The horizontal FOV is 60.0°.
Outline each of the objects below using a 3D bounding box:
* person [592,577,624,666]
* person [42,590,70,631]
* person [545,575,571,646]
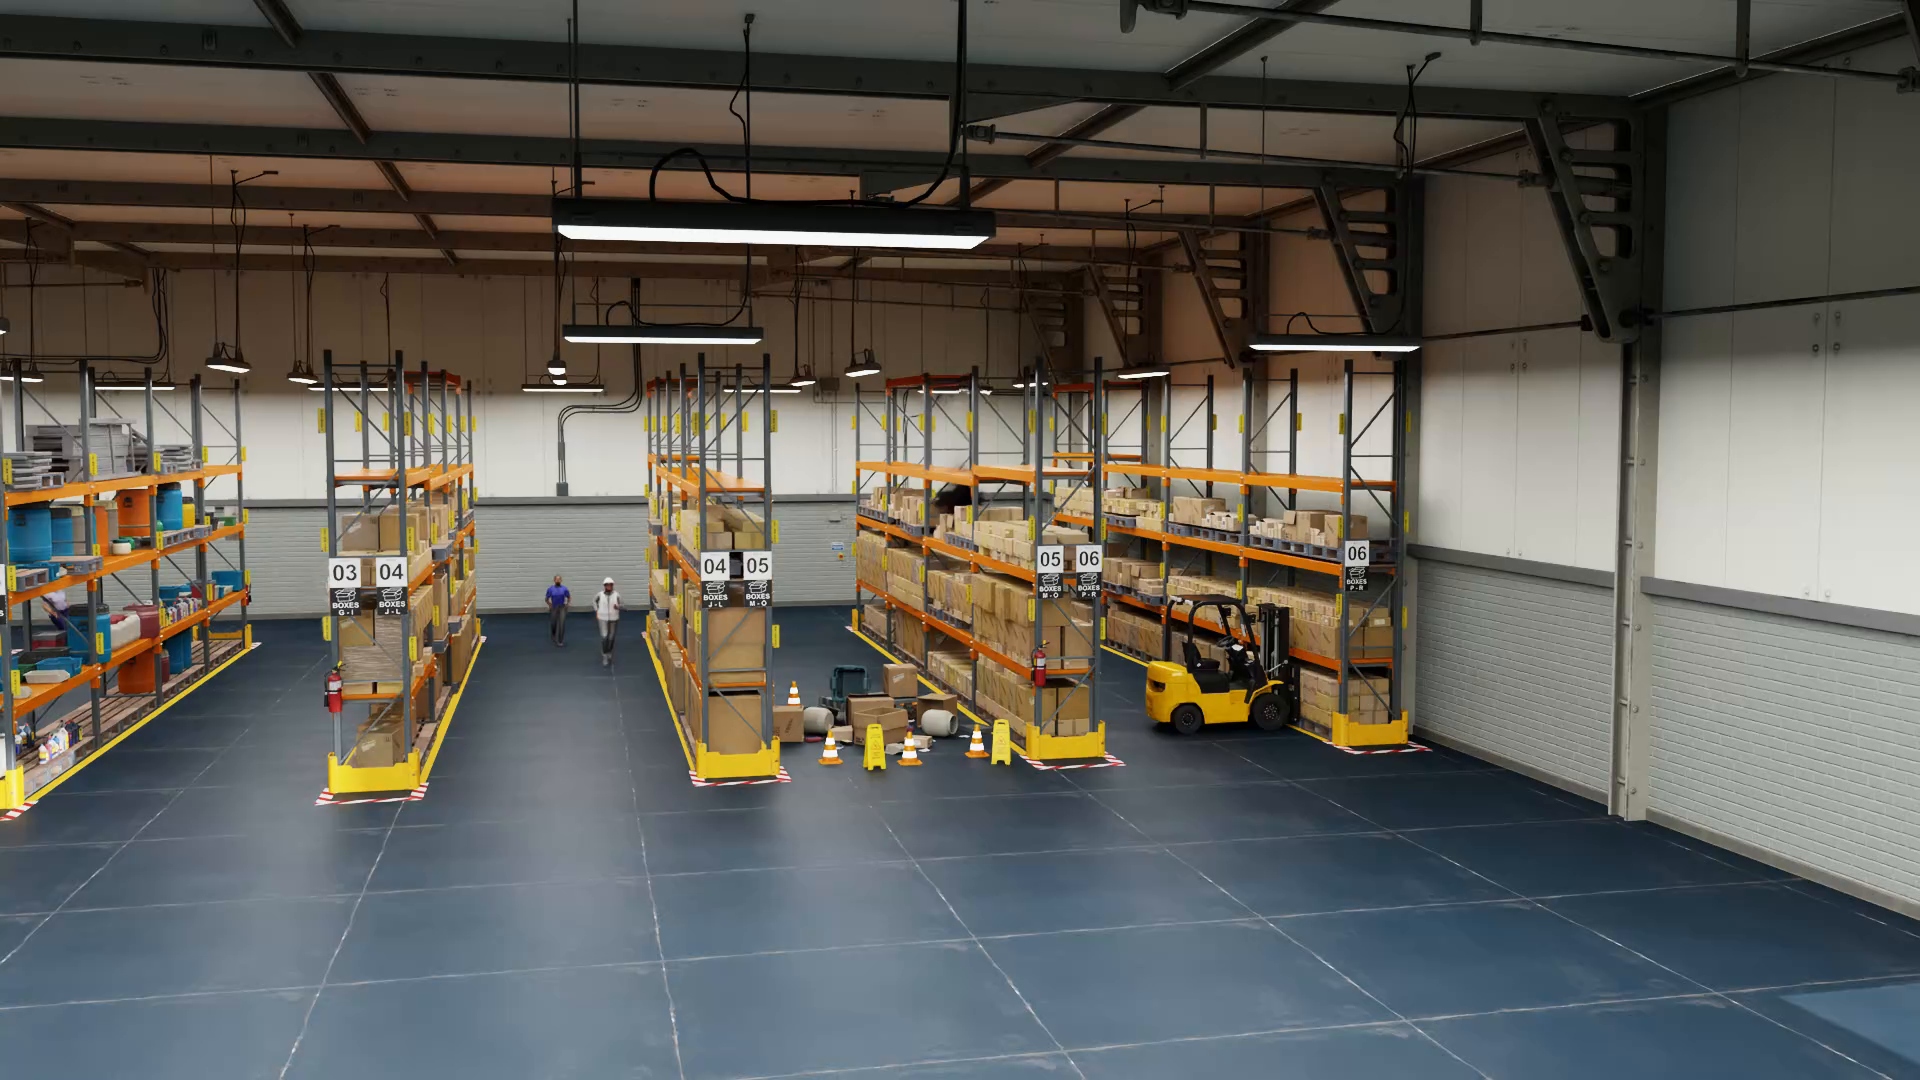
[{"bbox_3d":[-7.361,1.698,34.848,0.642,1.837,0.799,-1,4,-19],"label":"person"},{"bbox_3d":[-19.887,1.665,36.708,0.514,1.575,0.637,2,5,28],"label":"person"},{"bbox_3d":[-9.065,1.592,37.557,0.574,1.591,0.584,-1,4,-17],"label":"person"}]
